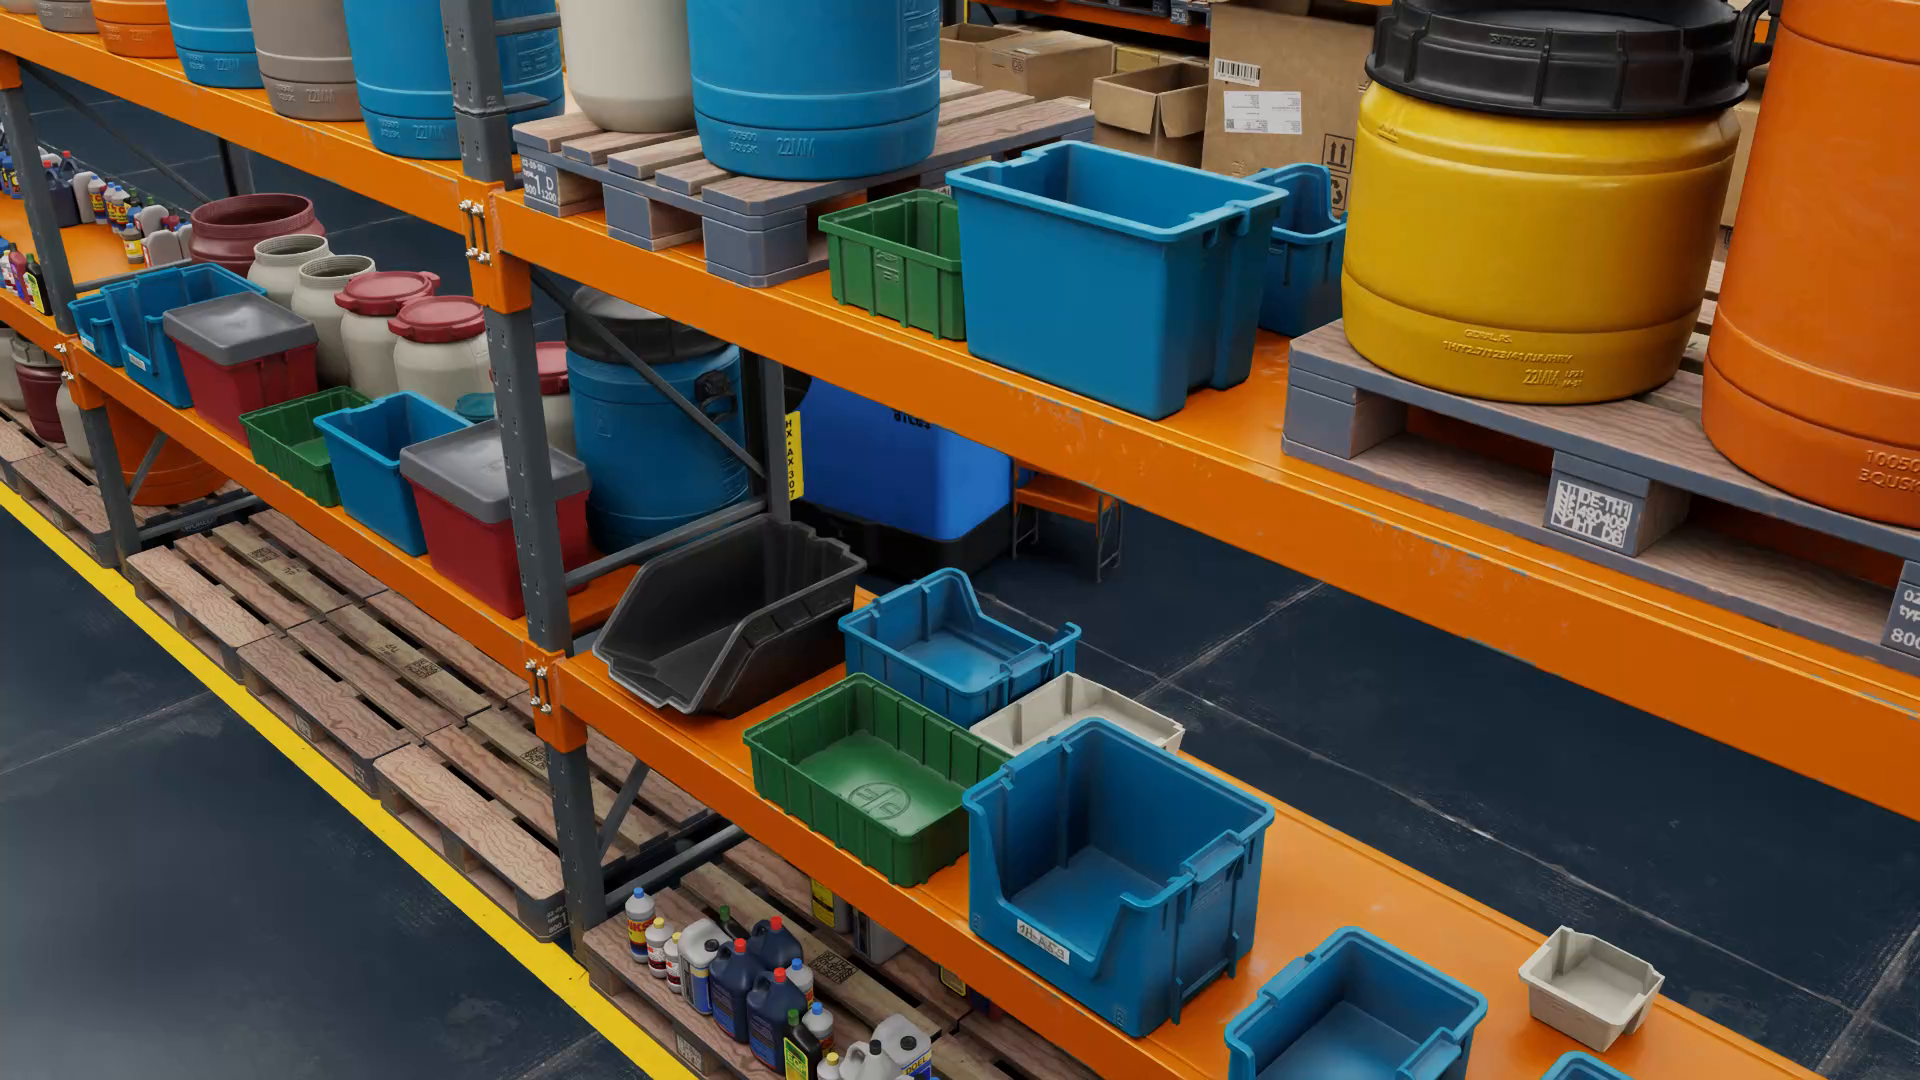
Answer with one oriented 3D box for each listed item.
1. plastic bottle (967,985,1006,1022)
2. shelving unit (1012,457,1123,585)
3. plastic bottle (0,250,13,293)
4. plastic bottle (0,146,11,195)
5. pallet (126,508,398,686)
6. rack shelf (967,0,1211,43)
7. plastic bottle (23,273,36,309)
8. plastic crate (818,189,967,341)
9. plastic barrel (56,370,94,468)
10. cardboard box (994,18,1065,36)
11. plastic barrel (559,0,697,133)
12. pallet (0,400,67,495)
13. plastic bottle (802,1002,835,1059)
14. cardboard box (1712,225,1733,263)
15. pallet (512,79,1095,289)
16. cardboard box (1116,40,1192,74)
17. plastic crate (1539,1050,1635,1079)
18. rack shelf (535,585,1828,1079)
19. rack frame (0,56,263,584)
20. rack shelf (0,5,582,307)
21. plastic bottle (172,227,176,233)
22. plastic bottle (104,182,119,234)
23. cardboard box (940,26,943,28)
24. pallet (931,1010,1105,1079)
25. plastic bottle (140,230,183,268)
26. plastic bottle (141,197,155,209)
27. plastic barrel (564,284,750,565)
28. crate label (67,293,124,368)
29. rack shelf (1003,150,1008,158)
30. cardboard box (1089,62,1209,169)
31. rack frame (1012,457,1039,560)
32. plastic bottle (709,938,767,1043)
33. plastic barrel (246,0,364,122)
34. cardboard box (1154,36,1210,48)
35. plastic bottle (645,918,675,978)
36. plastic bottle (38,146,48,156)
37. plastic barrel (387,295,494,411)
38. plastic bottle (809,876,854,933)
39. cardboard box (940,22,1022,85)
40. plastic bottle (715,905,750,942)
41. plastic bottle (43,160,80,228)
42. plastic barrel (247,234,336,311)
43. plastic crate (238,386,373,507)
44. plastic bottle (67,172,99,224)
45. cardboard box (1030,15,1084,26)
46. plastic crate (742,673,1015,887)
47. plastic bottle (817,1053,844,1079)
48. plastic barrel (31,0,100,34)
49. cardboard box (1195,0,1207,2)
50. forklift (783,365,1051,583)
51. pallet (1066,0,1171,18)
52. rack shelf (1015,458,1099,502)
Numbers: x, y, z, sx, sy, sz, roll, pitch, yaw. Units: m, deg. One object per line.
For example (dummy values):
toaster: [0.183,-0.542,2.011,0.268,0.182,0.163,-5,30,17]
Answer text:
plastic bottle: [0.085,1.395,5.321,0.133,0.283,0.061,25,36,38]
shelving unit: [0.542,-0.417,8.254,0.503,1.200,0.258,17,32,29]
plastic bottle: [-4.726,-1.344,8.296,0.097,0.201,0.097,0,28,0]
plastic bottle: [-5.633,-2.186,9.823,0.097,0.271,0.097,0,28,0]
pallet: [-3.310,0.209,8.125,1.213,0.211,1.003,25,36,38]
rack shelf: [1.761,-4.881,15.584,4.000,0.370,1.077,25,36,38]
plastic bottle: [-4.492,-1.237,8.092,0.097,0.201,0.097,0,28,0]
plastic crate: [-0.048,-0.614,3.699,0.450,0.188,0.336,25,36,38]
plastic barrel: [-4.661,-0.684,9.049,0.421,0.512,0.421,0,28,0]
cardboard box: [0.677,-4.935,16.341,0.500,0.250,0.500,23,35,36]
plastic barrel: [-0.813,-1.343,4.286,0.421,0.512,0.421,0,28,0]
pallet: [-5.292,-0.698,9.850,1.213,0.211,1.003,25,36,38]
plastic bottle: [-0.432,1.526,5.084,0.097,0.271,0.097,0,28,0]
cardboard box: [3.527,-1.333,7.635,0.500,0.500,0.875,25,36,38]
pallet: [-0.399,-1.026,4.459,1.003,0.211,1.213,25,36,38]
cardboard box: [1.797,-4.427,15.375,0.500,0.250,0.500,-24,36,-38]
plastic crate: [1.303,1.322,3.173,0.616,0.251,0.499,25,36,38]
rack shelf: [0.444,0.986,4.426,4.000,0.370,1.077,25,36,38]
rack frame: [-3.835,-1.291,7.981,0.127,3.000,1.000,25,36,38]
rack shelf: [-2.409,-1.647,6.210,4.000,0.370,1.077,25,36,38]
plastic bottle: [-4.050,-1.530,8.650,0.097,0.201,0.097,0,28,0]
plastic bottle: [-4.639,-1.831,9.147,0.097,0.271,0.097,0,28,0]
cardboard box: [-0.135,-5.397,17.763,0.250,0.149,0.380,24,36,38]
pallet: [0.341,1.880,4.948,1.213,0.211,1.003,25,36,38]
plastic bottle: [-4.023,-1.434,8.387,0.135,0.276,0.152,25,36,38]
plastic bottle: [-4.310,-1.697,8.880,0.133,0.283,0.061,25,36,38]
plastic barrel: [-1.046,-0.434,5.813,0.708,0.901,0.600,25,36,38]
crate label: [-3.797,-0.955,7.522,0.416,0.233,0.303,25,36,38]
rack shelf: [1.064,-1.963,10.034,4.000,0.370,1.077,25,36,38]
cardboard box: [1.189,-2.396,9.521,0.797,0.503,0.637,-21,34,-34]
rack frame: [0.337,-0.479,8.371,0.015,1.200,0.240,17,32,29]
plastic bottle: [-0.698,1.393,5.250,0.144,0.351,0.185,-24,36,-38]
plastic barrel: [-1.964,-1.842,5.269,0.600,0.901,0.600,0,28,0]
cardboard box: [2.160,-4.595,15.695,0.500,0.250,0.500,25,37,39]
plastic bottle: [-0.990,1.341,5.511,0.097,0.201,0.097,0,28,0]
plastic bottle: [-5.463,-2.192,9.829,0.135,0.276,0.152,25,36,38]
plastic barrel: [-2.034,-0.670,6.655,0.433,0.535,0.433,0,28,0]
plastic bottle: [-0.422,1.155,5.705,0.185,0.351,0.144,25,36,38]
cardboard box: [0.051,-3.001,10.676,0.500,0.500,0.500,20,33,33]
plastic bottle: [-0.739,1.333,5.439,0.133,0.283,0.061,25,36,38]
plastic bottle: [-5.027,-1.929,9.248,0.185,0.351,0.144,25,36,38]
plastic barrel: [-2.951,-1.075,7.452,0.421,0.512,0.421,0,28,0]
plastic crate: [-2.422,-0.366,6.451,0.662,0.188,0.450,25,36,38]
plastic bottle: [-4.906,-1.937,9.343,0.135,0.276,0.152,25,36,38]
cardboard box: [1.043,-5.105,16.664,0.500,0.250,0.500,23,36,37]
plastic crate: [-0.212,0.645,4.528,0.662,0.188,0.450,25,36,38]
plastic bottle: [-0.378,1.621,4.978,0.097,0.201,0.097,0,28,0]
plastic barrel: [-3.401,-2.500,6.520,0.600,0.901,0.600,0,28,0]
cardboard box: [2.154,-4.796,14.466,0.380,0.149,0.250,-25,36,-38]
forklift: [-1.026,-1.581,8.607,3.031,2.935,1.130,17,32,29]
pallet: [1.747,-5.095,15.422,1.213,0.211,1.003,25,36,38]
rack shelf: [0.542,-0.358,8.285,0.480,0.148,0.258,17,32,29]
